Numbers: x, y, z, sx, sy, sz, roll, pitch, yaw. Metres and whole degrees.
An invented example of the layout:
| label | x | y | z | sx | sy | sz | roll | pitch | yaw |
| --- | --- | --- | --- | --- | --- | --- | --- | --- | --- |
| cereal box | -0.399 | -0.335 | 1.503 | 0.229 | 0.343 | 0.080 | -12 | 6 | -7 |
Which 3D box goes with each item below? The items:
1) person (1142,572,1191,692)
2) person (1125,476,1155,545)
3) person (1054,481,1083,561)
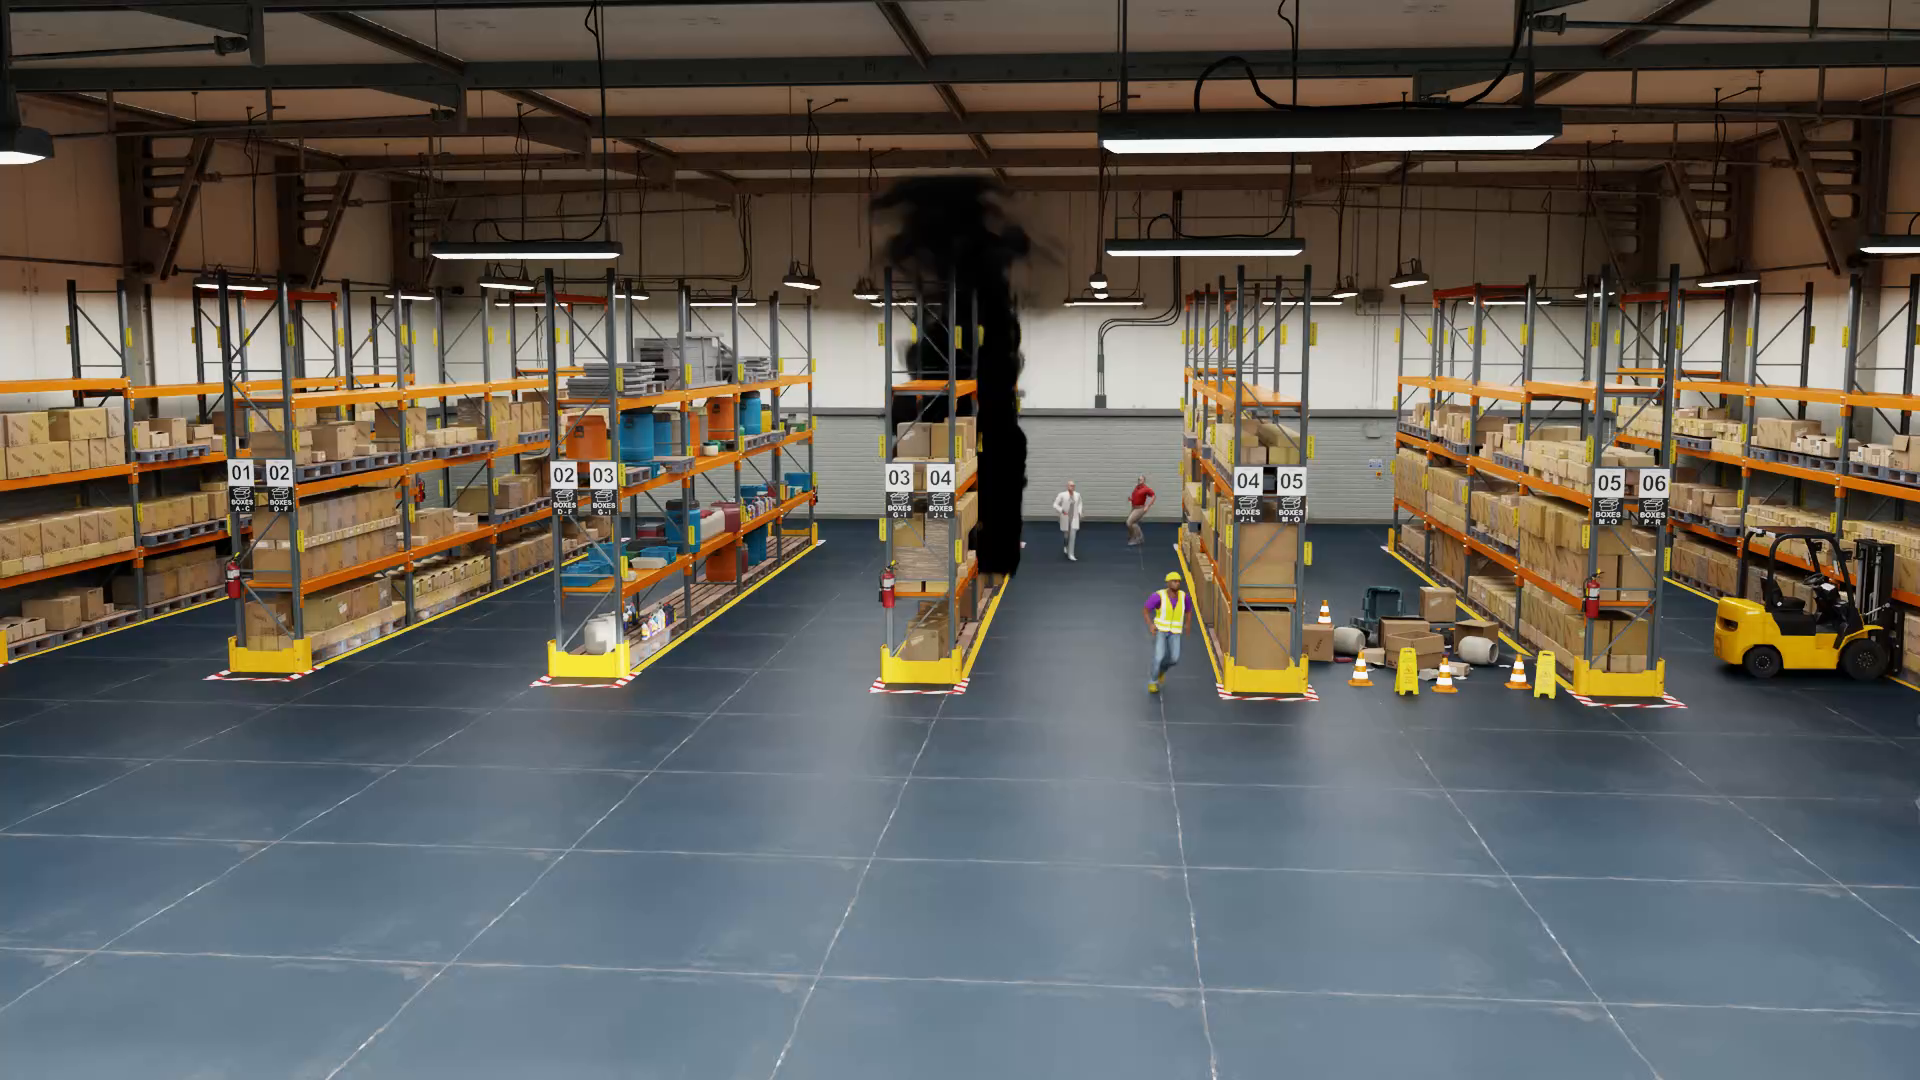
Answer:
| label | x | y | z | sx | sy | sz | roll | pitch | yaw |
| --- | --- | --- | --- | --- | --- | --- | --- | --- | --- |
| person | 2.965 | 1.300 | 23.633 | 0.756 | 1.705 | 0.532 | -1 | 7 | -9 |
| person | 4.324 | -0.705 | 40.348 | 0.627 | 1.724 | 0.667 | -2 | 7 | -17 |
| person | 2.472 | -0.448 | 37.779 | 0.702 | 1.775 | 0.867 | -1 | 7 | -9 |
